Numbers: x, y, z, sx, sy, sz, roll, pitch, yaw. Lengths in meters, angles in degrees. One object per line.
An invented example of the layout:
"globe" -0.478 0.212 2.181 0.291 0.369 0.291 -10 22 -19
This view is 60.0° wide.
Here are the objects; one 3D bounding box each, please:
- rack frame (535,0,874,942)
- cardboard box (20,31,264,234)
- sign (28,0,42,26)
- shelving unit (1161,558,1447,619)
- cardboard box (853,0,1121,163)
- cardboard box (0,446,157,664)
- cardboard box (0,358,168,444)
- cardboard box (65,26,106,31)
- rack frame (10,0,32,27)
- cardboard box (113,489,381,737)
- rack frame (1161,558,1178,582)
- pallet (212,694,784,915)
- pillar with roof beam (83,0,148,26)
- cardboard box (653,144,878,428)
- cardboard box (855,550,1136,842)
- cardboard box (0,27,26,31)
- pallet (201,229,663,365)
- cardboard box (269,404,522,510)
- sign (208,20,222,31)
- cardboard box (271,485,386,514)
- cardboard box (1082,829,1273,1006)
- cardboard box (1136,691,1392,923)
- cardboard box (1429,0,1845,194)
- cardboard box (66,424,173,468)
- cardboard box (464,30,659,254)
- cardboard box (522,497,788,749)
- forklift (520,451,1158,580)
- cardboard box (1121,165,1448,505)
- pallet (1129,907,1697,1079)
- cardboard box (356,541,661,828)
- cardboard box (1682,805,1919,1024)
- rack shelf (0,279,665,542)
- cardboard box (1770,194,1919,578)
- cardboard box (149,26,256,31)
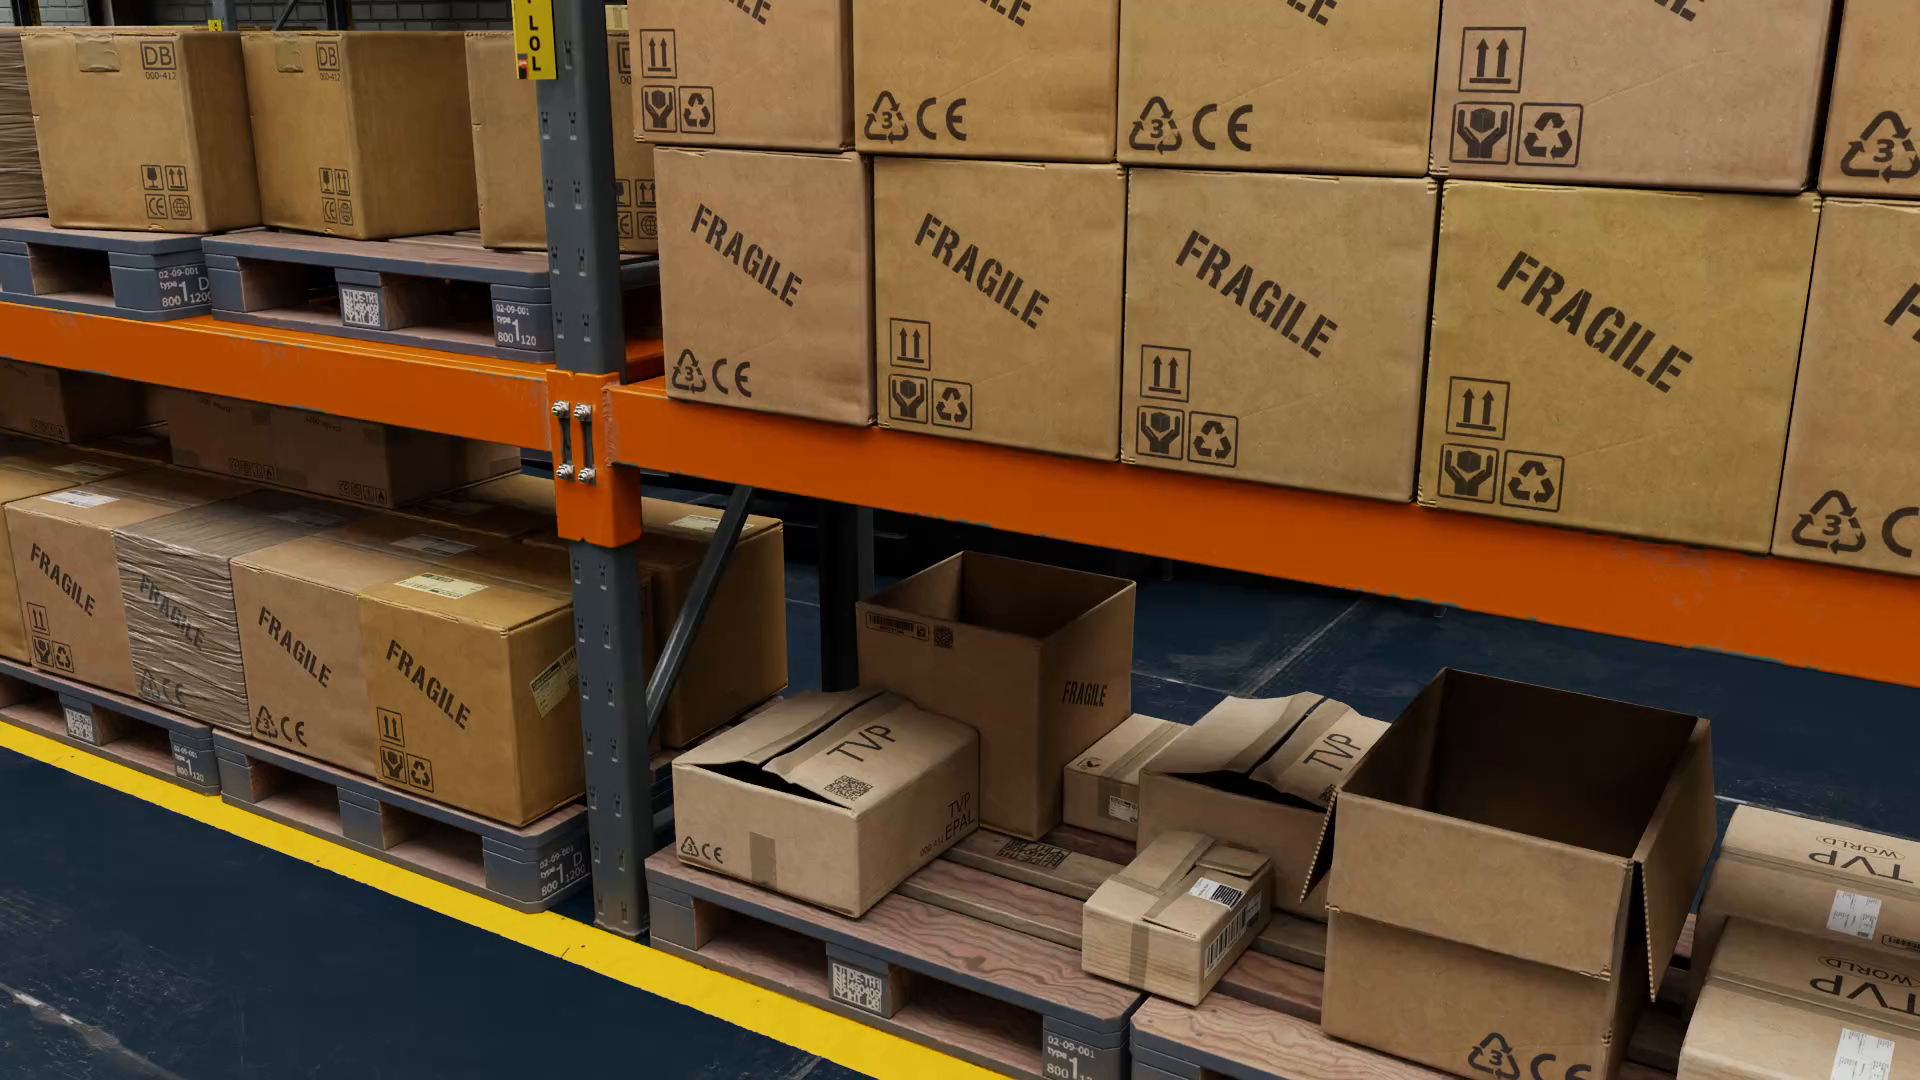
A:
"rack frame" -0.542 -0.642 3.835 0.127 3.000 1.000 10 20 30
"cardboard box" -2.079 -1.144 4.593 0.500 0.500 0.700 5 18 16
"sign" -7.870 -4.535 14.113 0.005 0.325 0.100 10 20 30
"shelving unit" 1.351 -0.385 6.213 1.048 1.125 0.538 7 18 23
"cardboard box" 0.153 -0.949 2.951 0.500 0.500 0.500 9 19 28
"cardboard box" -2.838 0.031 5.163 0.500 0.500 0.500 10 19 29
"cardboard box" -2.980 -0.532 5.726 0.500 0.250 0.500 11 20 32
"cardboard box" -6.186 -3.532 12.282 0.500 0.500 0.500 9 19 28
"rack frame" -8.178 -3.695 13.884 0.127 3.000 1.000 10 20 30
"cardboard box" -1.956 0.186 4.653 0.500 0.500 0.500 10 20 31
"rack frame" 0.887 -0.445 6.412 0.032 1.125 0.500 7 18 23
"pallet" -1.254 0.578 4.616 1.213 0.211 1.003 10 20 30
"pillar with roof beam" -9.382 -5.607 9.857 0.400 9.000 9.100 10 20 30
"cardboard box" -0.250 -0.545 3.343 0.500 0.500 0.500 11 20 31
"cardboard box" 0.092 0.360 4.080 0.500 0.500 0.500 10 20 30
"cardboard box" -7.075 -3.687 12.791 0.500 0.500 0.500 9 19 28
"pallet" -1.165 -0.699 4.352 1.213 0.211 1.003 10 20 30
"cardboard box" -1.678 -0.302 4.967 0.500 0.250 0.500 10 20 30
"sign" -5.047 -3.365 11.309 0.005 0.325 0.100 10 20 30
"cardboard box" -1.708 0.053 5.089 0.500 0.500 0.500 10 20 31
"cardboard box" 0.445 0.749 3.371 0.250 0.166 0.380 10 20 30
"cardboard box" 0.732 0.564 3.732 0.500 0.311 0.500 10 20 30
"cardboard box" 1.031 -0.792 2.436 0.500 0.500 0.500 11 20 32
"cardboard box" -2.589 -0.102 5.601 0.500 0.500 0.500 9 19 28
"cardboard box" -0.828 -1.018 4.179 0.500 0.500 0.700 4 17 12
"cardboard box" -0.826 0.209 4.575 0.500 0.500 0.500 9 19 28
"forklift" -0.572 -1.477 6.700 3.031 2.935 1.130 7 18 23
"cardboard box" 0.613 -0.391 2.836 0.500 0.500 0.500 10 20 30
"pallet" 1.087 0.982 3.285 1.213 0.211 1.003 10 20 30
"cardboard box" -1.112 0.339 4.147 0.500 0.500 0.500 10 20 30
"cardboard box" 1.700 0.766 3.172 0.500 0.250 0.500 10 20 30
"rack shelf" -2.246 -0.602 4.941 4.000 0.370 1.077 10 20 30
"cardboard box" 1.477 -0.238 2.331 0.500 0.500 0.500 10 20 30
"cardboard box" -5.334 -3.378 11.776 0.500 0.500 0.500 10 20 30
